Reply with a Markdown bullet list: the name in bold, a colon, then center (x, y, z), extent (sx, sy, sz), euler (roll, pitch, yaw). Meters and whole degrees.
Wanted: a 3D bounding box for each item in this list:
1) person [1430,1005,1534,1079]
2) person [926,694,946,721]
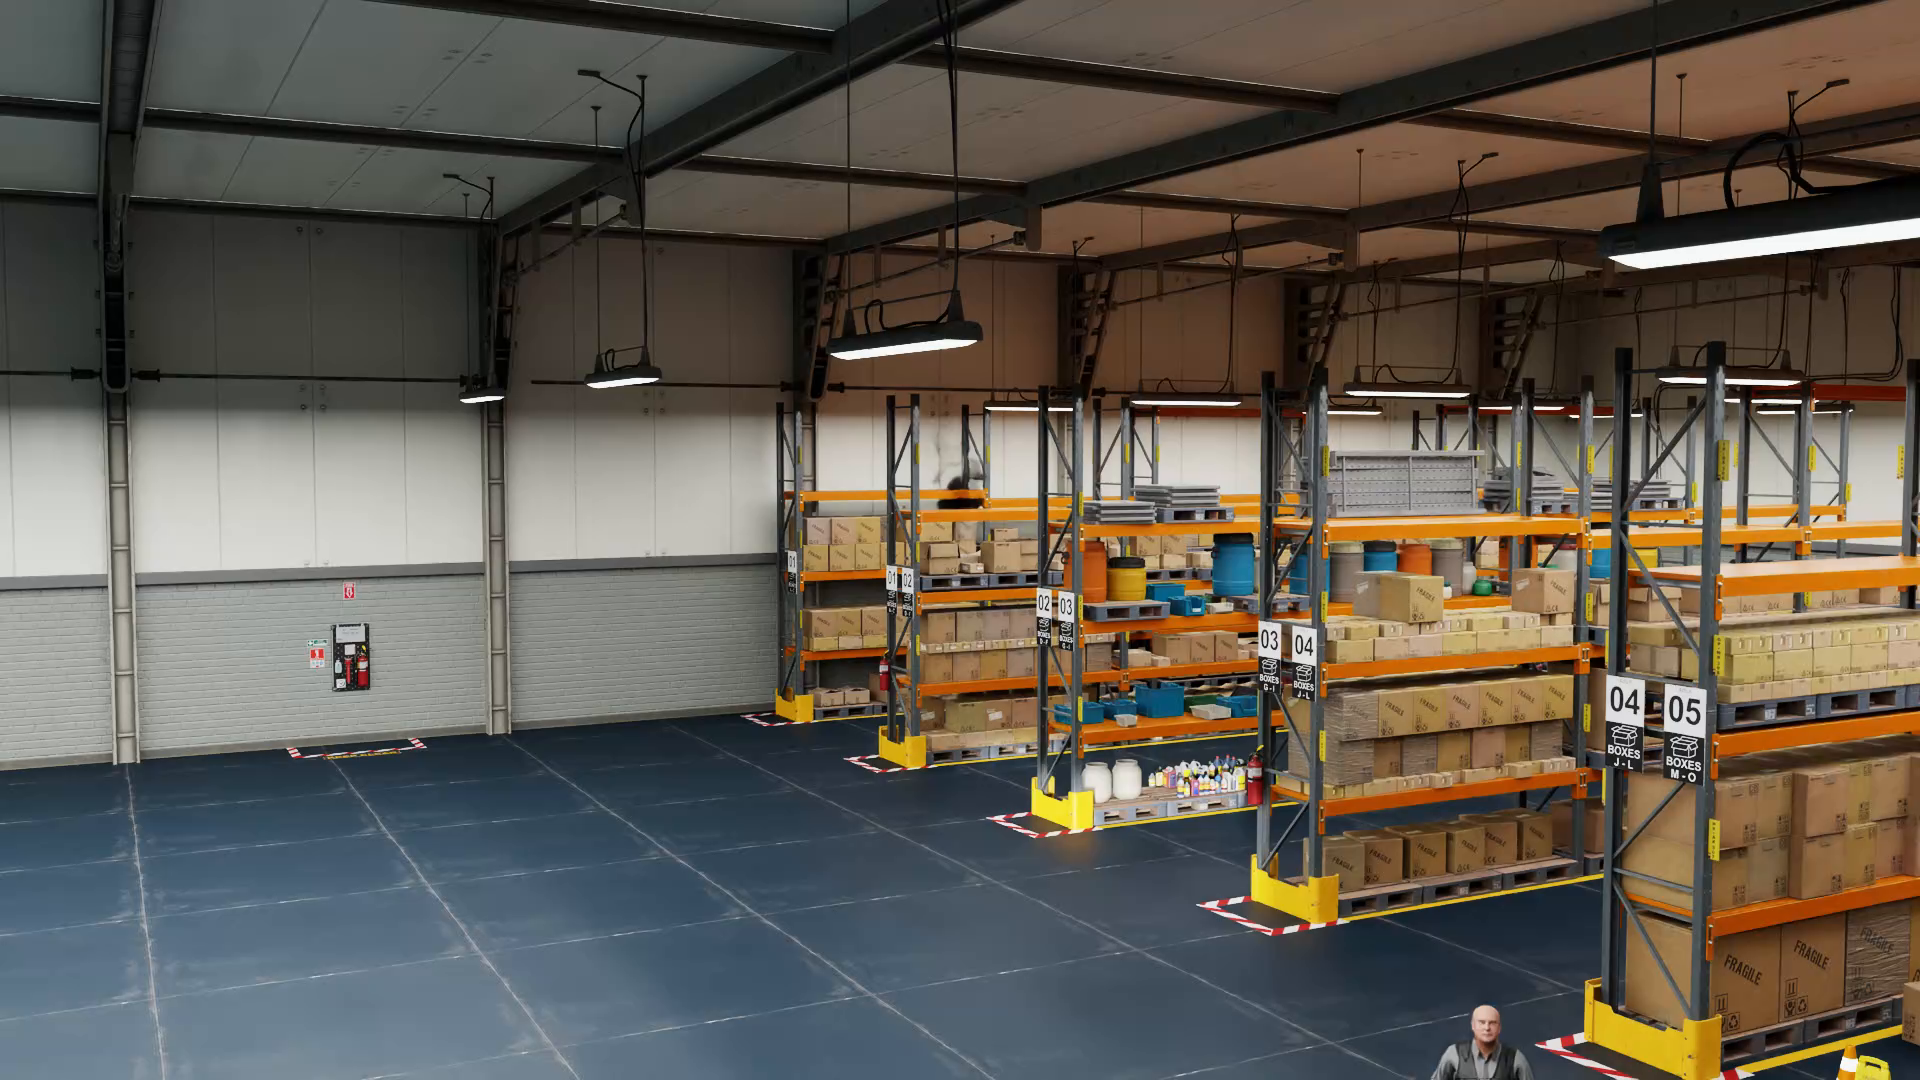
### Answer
- **person**: center (3.262, 3.736, 10.381), extent (0.658, 1.678, 0.704), euler (1, 3, 16)
- **person**: center (-0.453, 2.597, 29.392), extent (0.928, 1.819, 0.672), euler (-2, 4, -31)
